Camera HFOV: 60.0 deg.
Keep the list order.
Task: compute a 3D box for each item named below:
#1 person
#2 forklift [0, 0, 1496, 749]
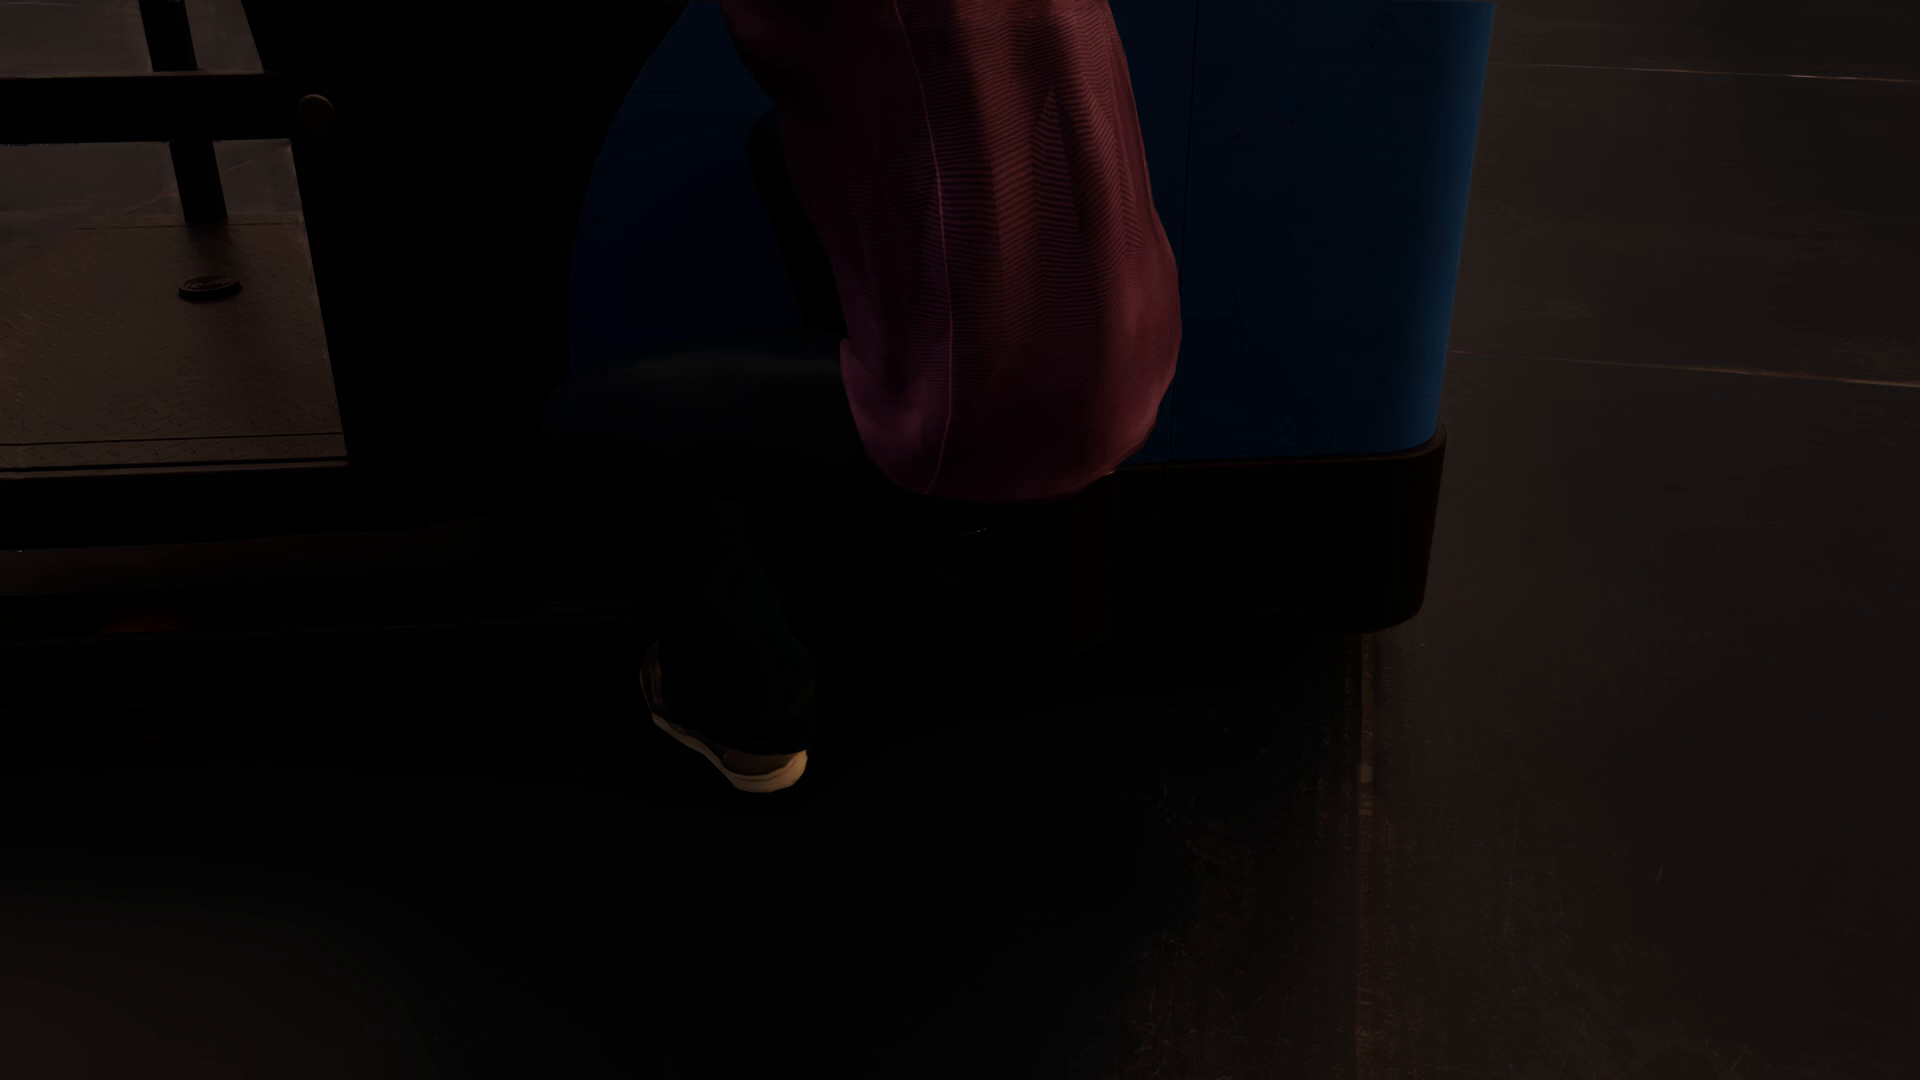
[{"bbox_3d":[-0.176,-0.195,1.327,0.638,1.237,1.220,10,28,19],"label":"person"},{"bbox_3d":[-0.936,-1.306,1.834,3.031,2.935,1.130,-2,27,-5],"label":"forklift"}]
